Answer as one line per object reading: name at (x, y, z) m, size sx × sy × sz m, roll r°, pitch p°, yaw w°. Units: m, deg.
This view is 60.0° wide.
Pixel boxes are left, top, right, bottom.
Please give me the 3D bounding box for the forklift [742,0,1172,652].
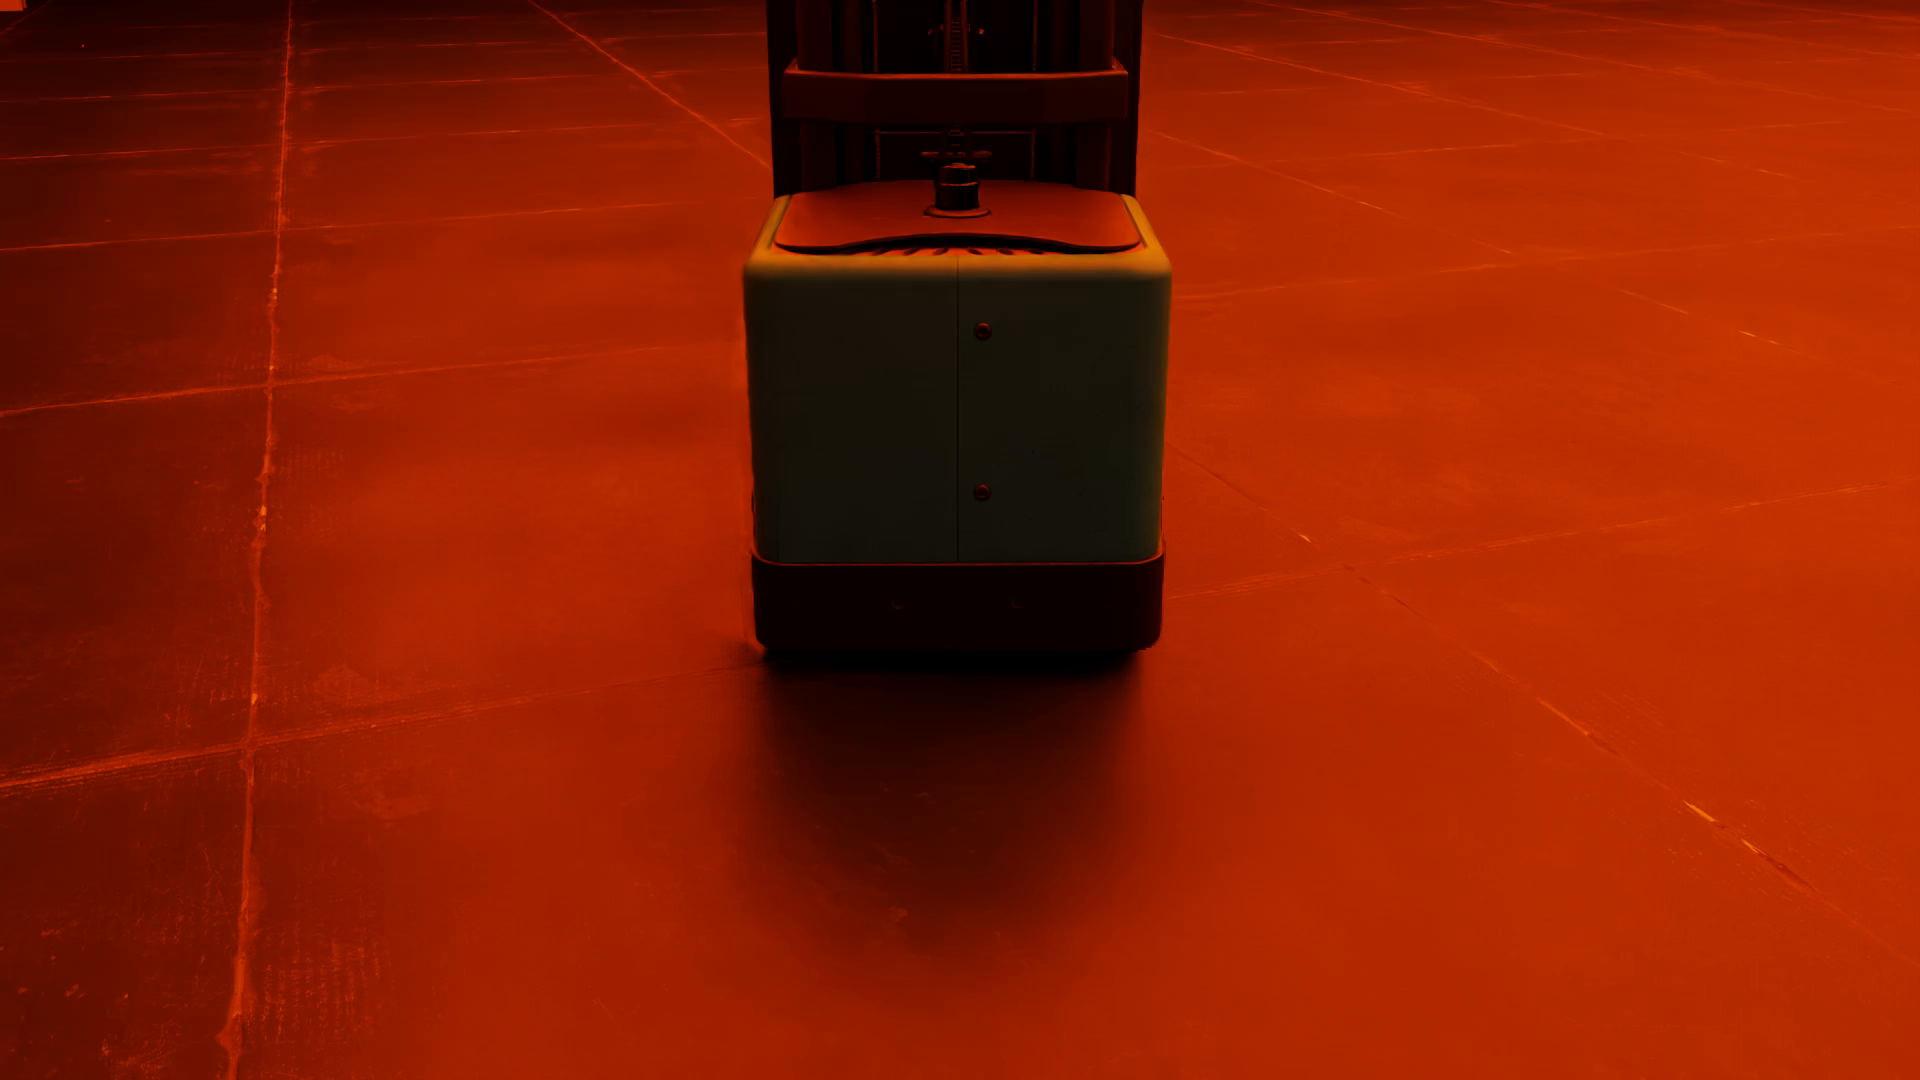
forklift at (-0.019, -1.590, 5.079) m, size 1.130 × 2.935 × 3.031 m, roll 0°, pitch 23°, yaw -1°
